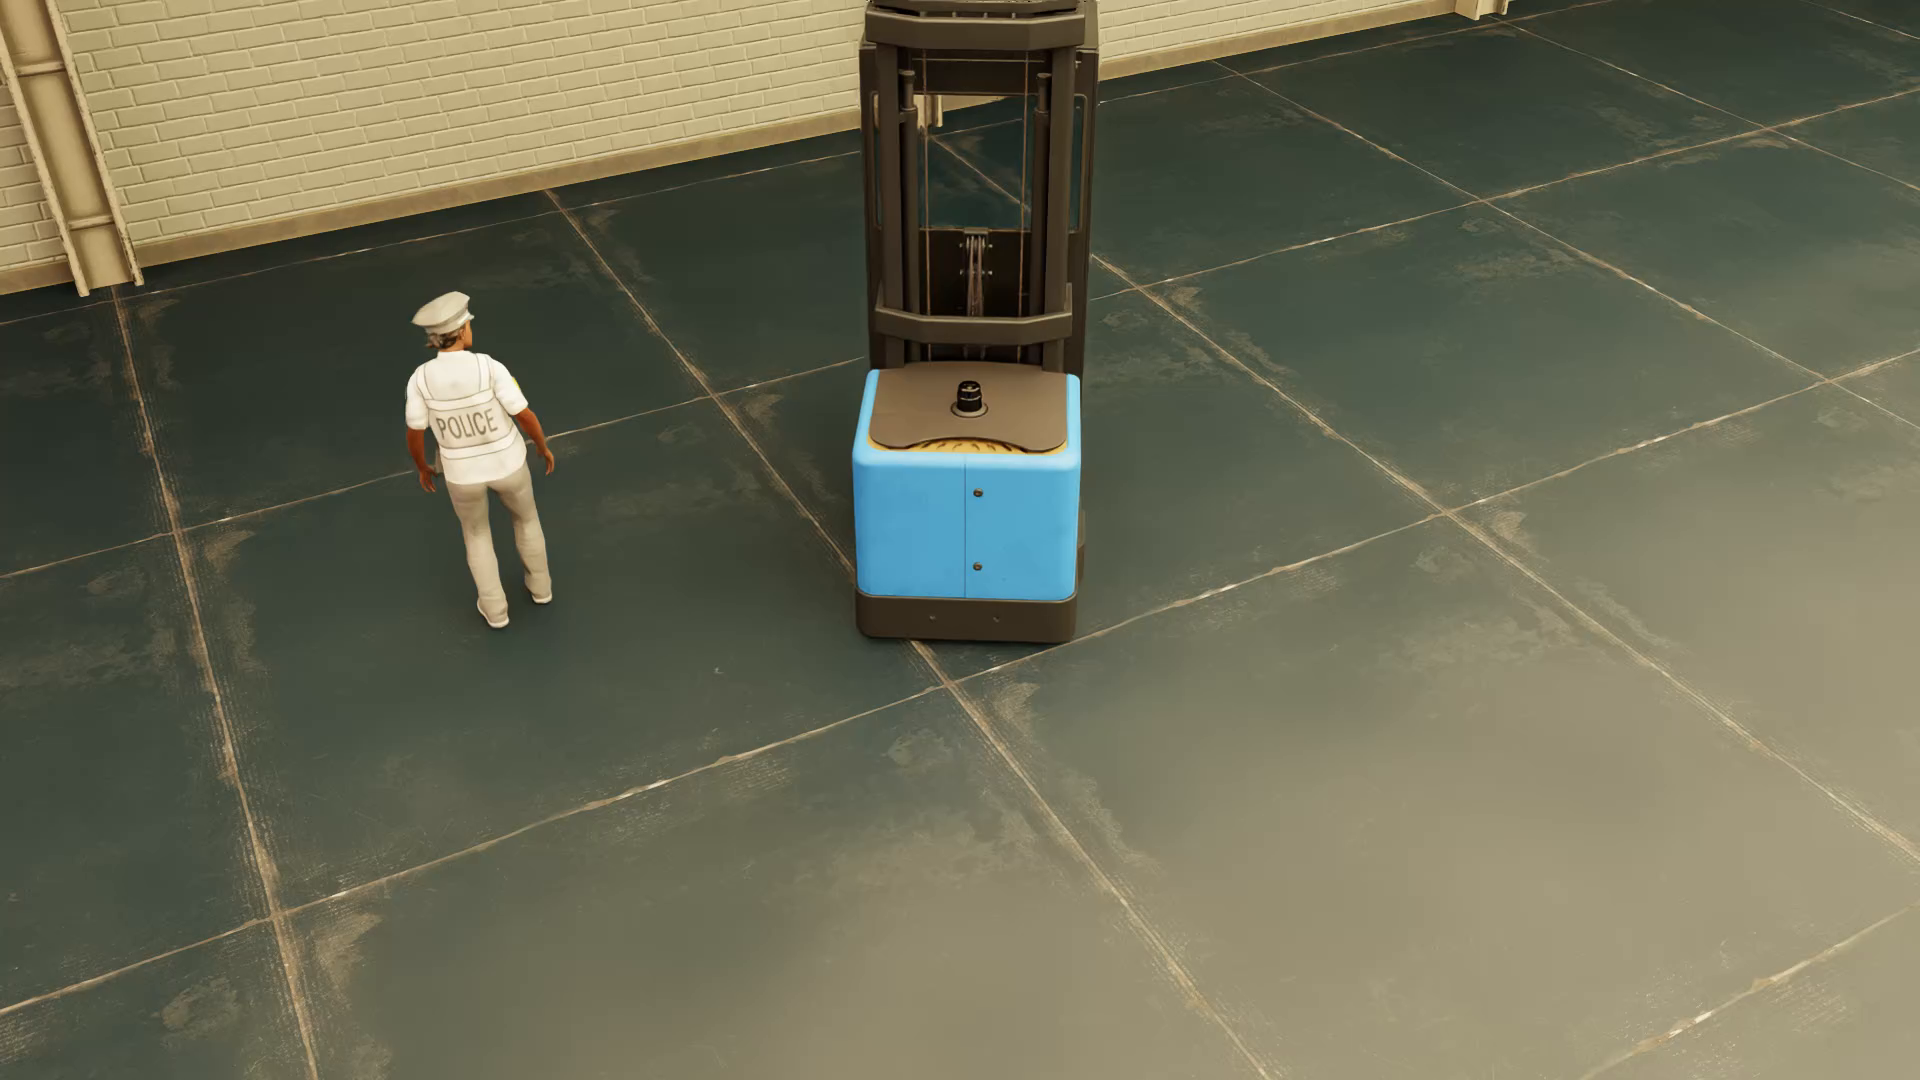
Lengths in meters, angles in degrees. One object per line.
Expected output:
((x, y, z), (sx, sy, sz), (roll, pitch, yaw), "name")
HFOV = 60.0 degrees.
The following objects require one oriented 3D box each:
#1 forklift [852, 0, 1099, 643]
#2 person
((0.098, -1.537, 8.298), (1.130, 2.935, 3.031), (2, 35, 2), "forklift")
((-2.216, -0.362, 7.745), (0.627, 1.654, 0.457), (-9, 36, -13), "person")
